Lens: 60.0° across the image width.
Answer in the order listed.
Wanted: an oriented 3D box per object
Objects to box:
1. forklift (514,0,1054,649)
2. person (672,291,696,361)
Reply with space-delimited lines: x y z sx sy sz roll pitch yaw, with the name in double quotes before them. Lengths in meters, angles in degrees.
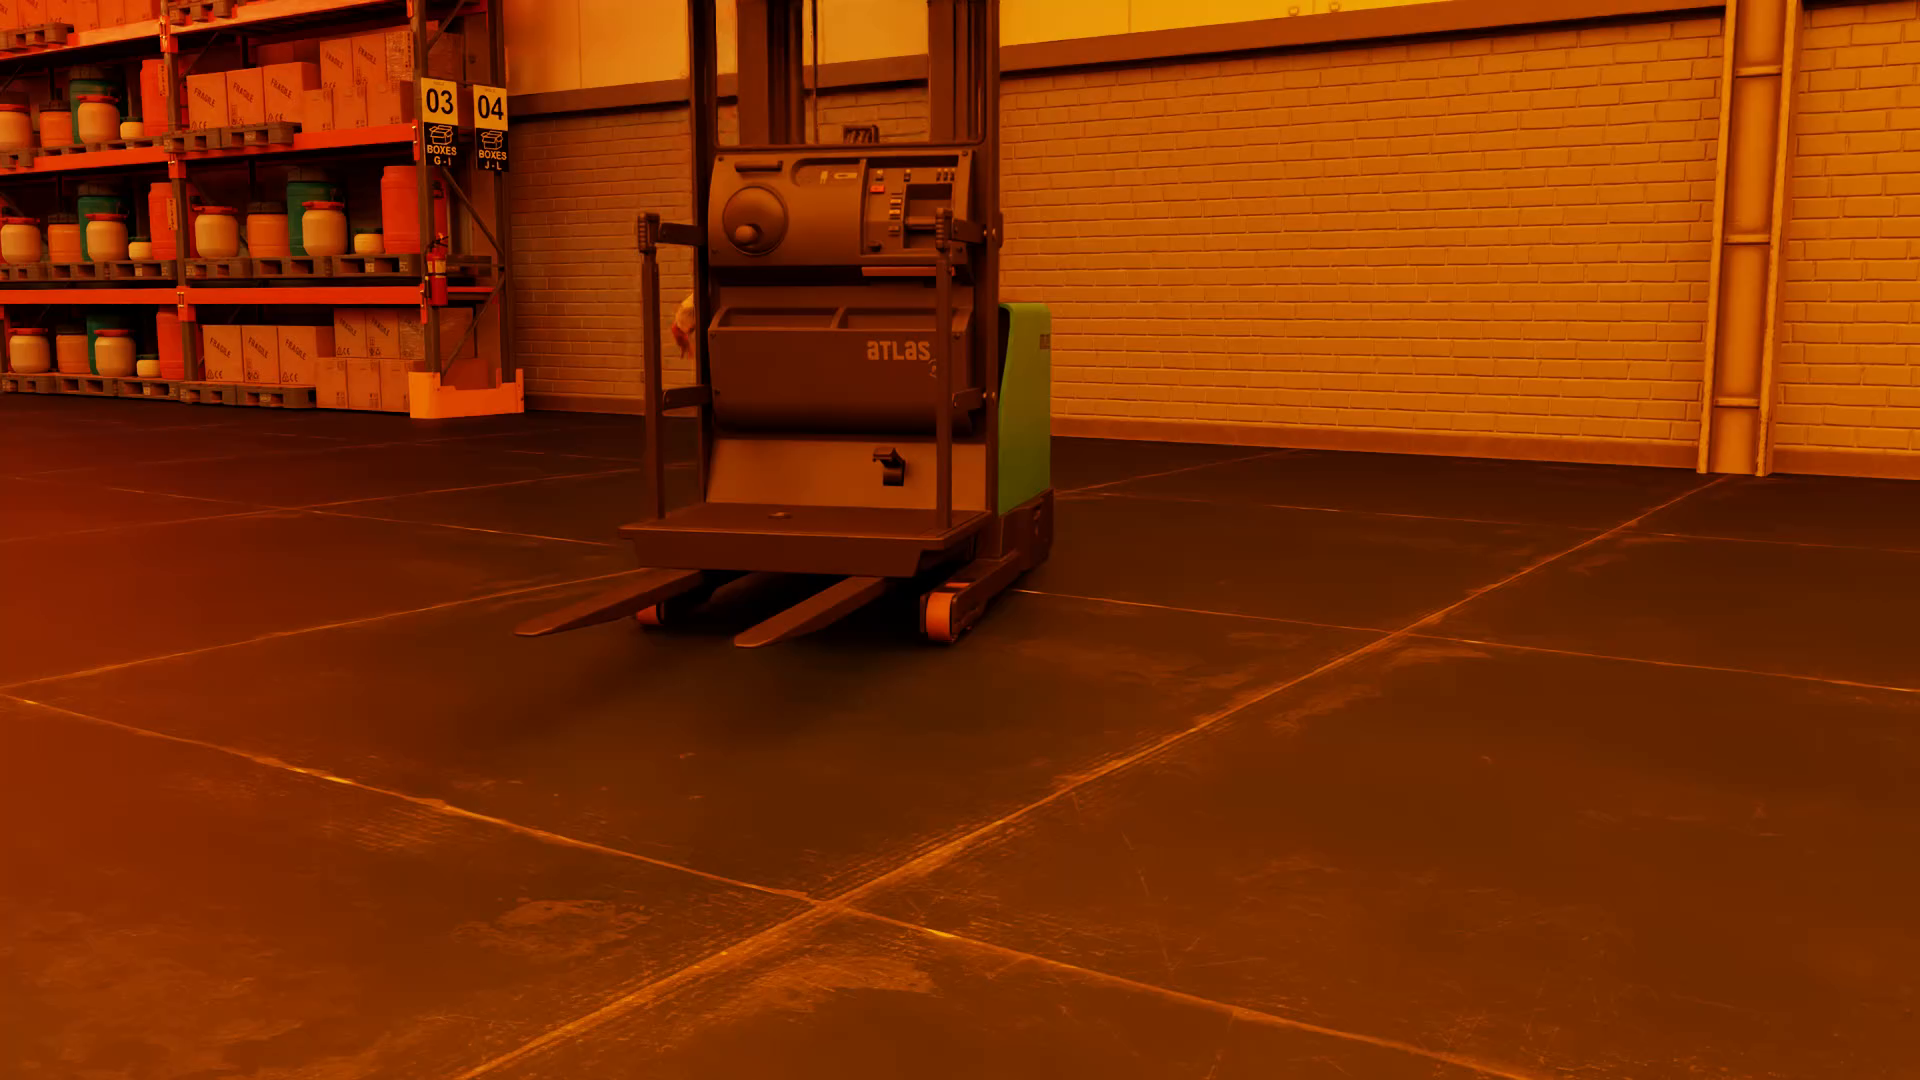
"forklift" -0.466 -1.183 5.512 1.130 2.935 3.031 2 8 14
"person" -0.880 -0.702 7.613 0.767 1.438 1.072 -5 10 -32
